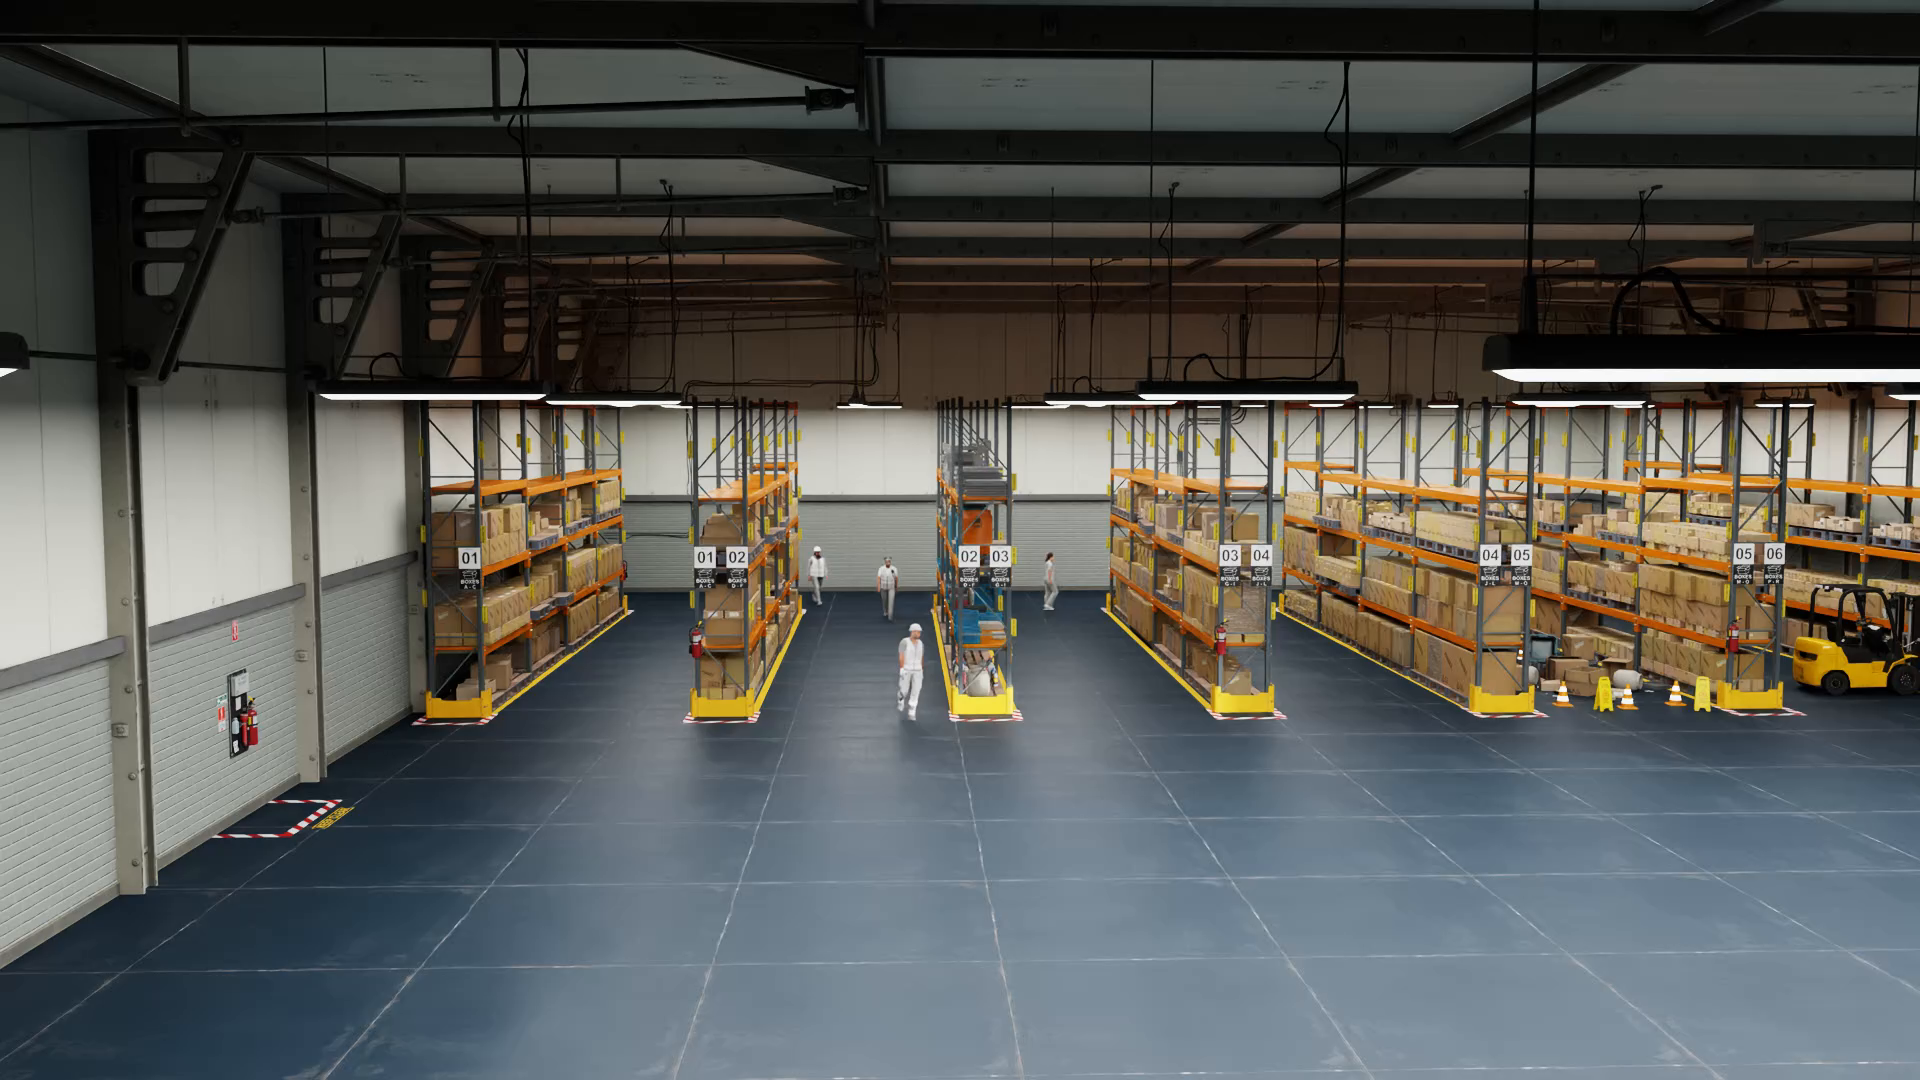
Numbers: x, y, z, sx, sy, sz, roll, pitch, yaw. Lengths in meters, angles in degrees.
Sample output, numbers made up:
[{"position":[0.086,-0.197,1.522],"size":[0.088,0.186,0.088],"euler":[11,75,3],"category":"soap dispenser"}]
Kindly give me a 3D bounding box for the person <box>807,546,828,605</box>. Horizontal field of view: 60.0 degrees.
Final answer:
[{"position":[-4.226,1.047,49.250],"size":[0.559,1.717,1.107],"euler":[-2,5,-28],"category":"person"}]

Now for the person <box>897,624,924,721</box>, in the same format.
[{"position":[-0.901,2.447,30.973],"size":[0.573,1.756,0.726],"euler":[-2,5,-25],"category":"person"}]

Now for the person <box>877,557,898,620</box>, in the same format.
[{"position":[-2.003,1.302,45.882],"size":[0.566,1.696,1.077],"euler":[0,4,1],"category":"person"}]

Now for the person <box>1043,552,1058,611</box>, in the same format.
[{"position":[2.600,1.192,47.908],"size":[0.396,1.676,0.475],"euler":[-1,5,-12],"category":"person"}]
